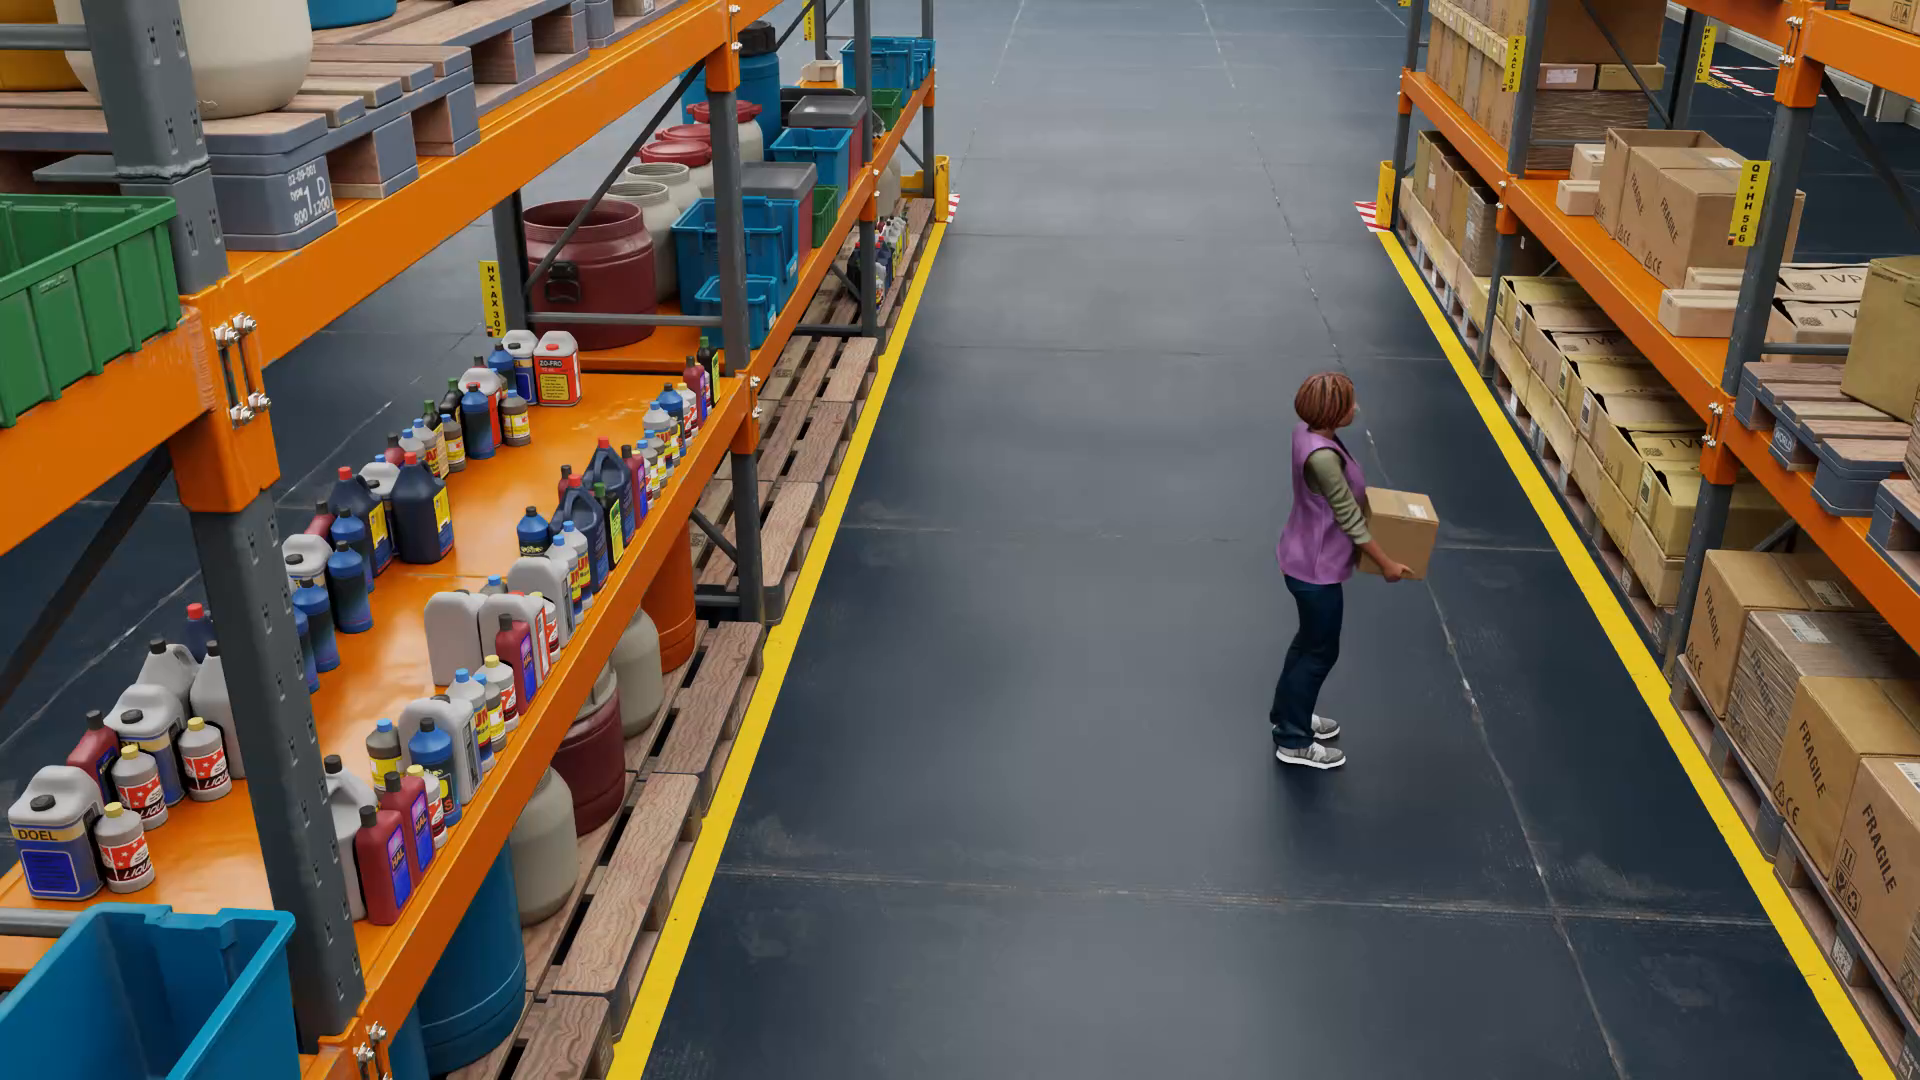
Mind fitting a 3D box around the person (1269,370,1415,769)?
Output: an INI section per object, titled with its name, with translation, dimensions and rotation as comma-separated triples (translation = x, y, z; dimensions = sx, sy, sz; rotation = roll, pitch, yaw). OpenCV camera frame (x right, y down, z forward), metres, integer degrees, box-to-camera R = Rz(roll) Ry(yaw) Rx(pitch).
[person]
translation = 1.460, 0.116, 6.373
dimensions = 0.496, 1.597, 0.397
rotation = 2, 25, 4
